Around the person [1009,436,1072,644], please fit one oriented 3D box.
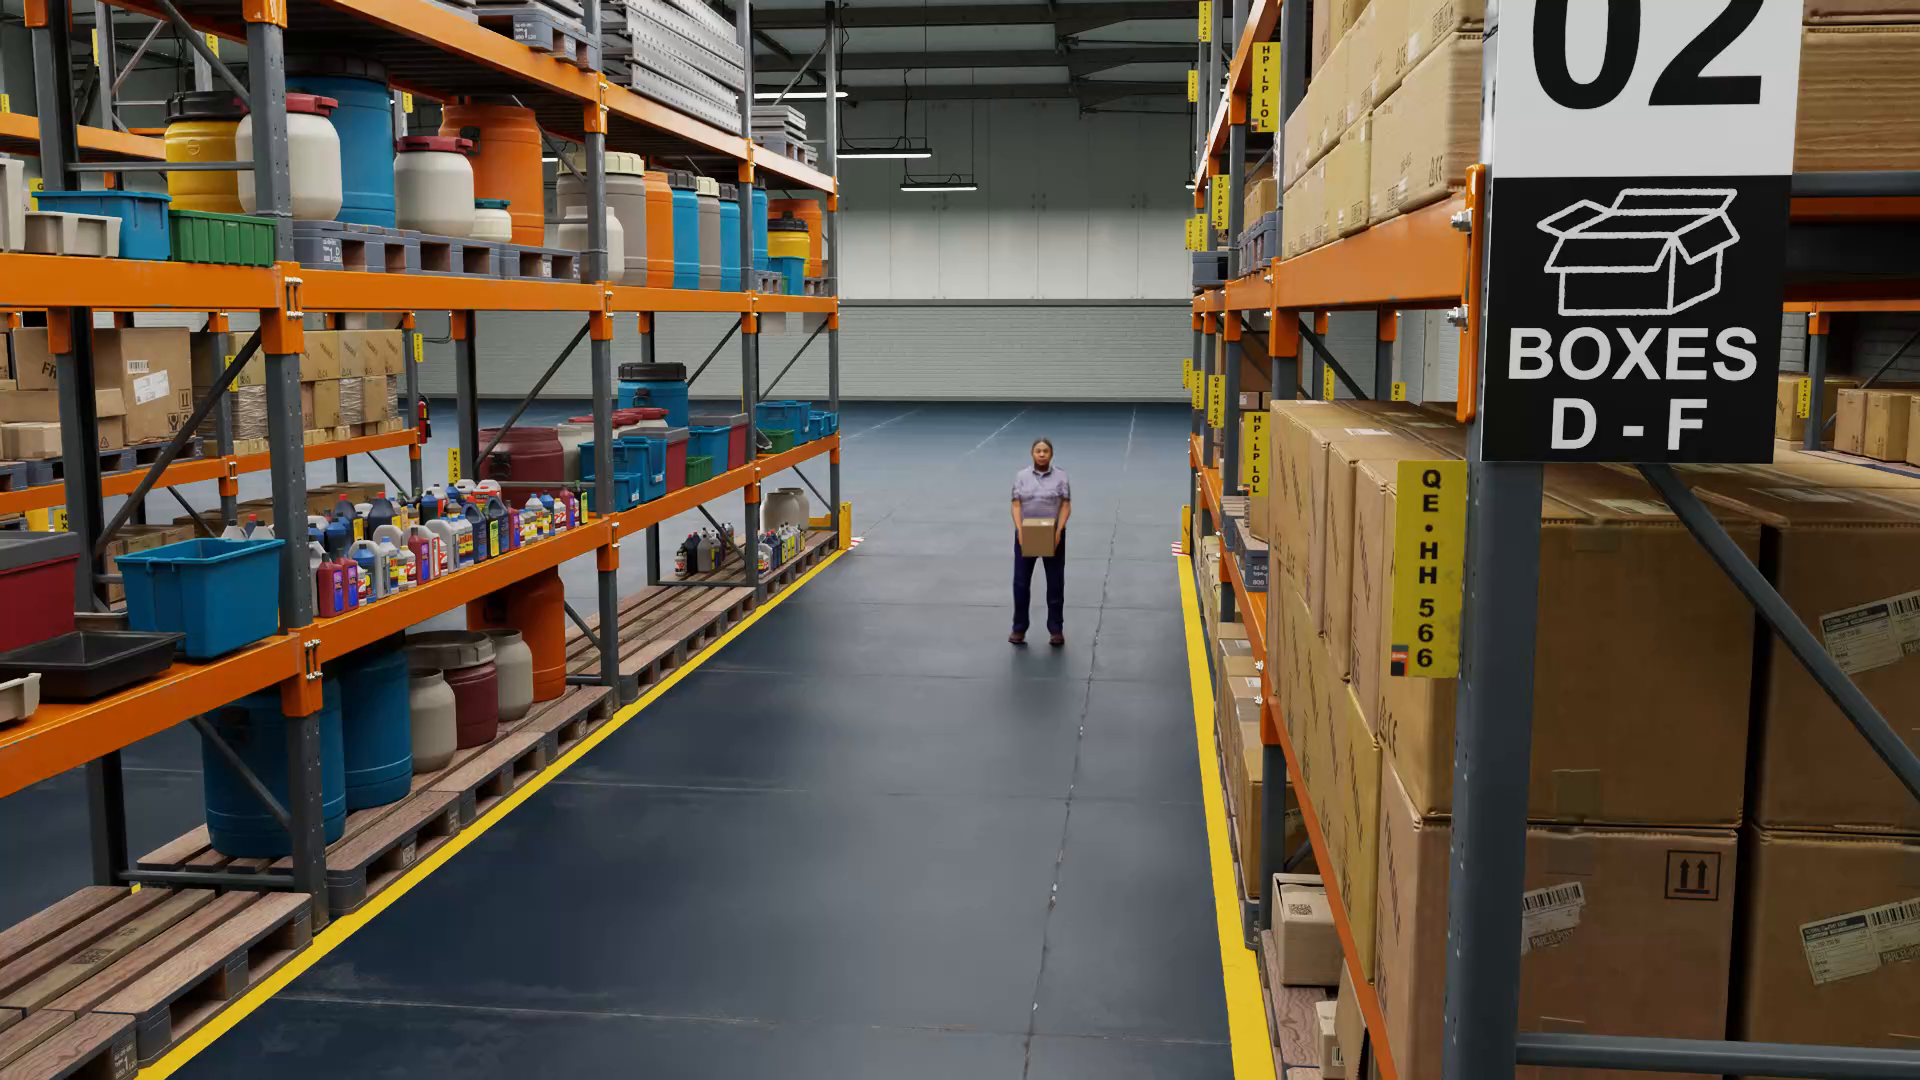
[{"bbox_3d":[0.641,0.002,13.297,0.494,1.655,0.463,1,8,6],"label":"person"}]
